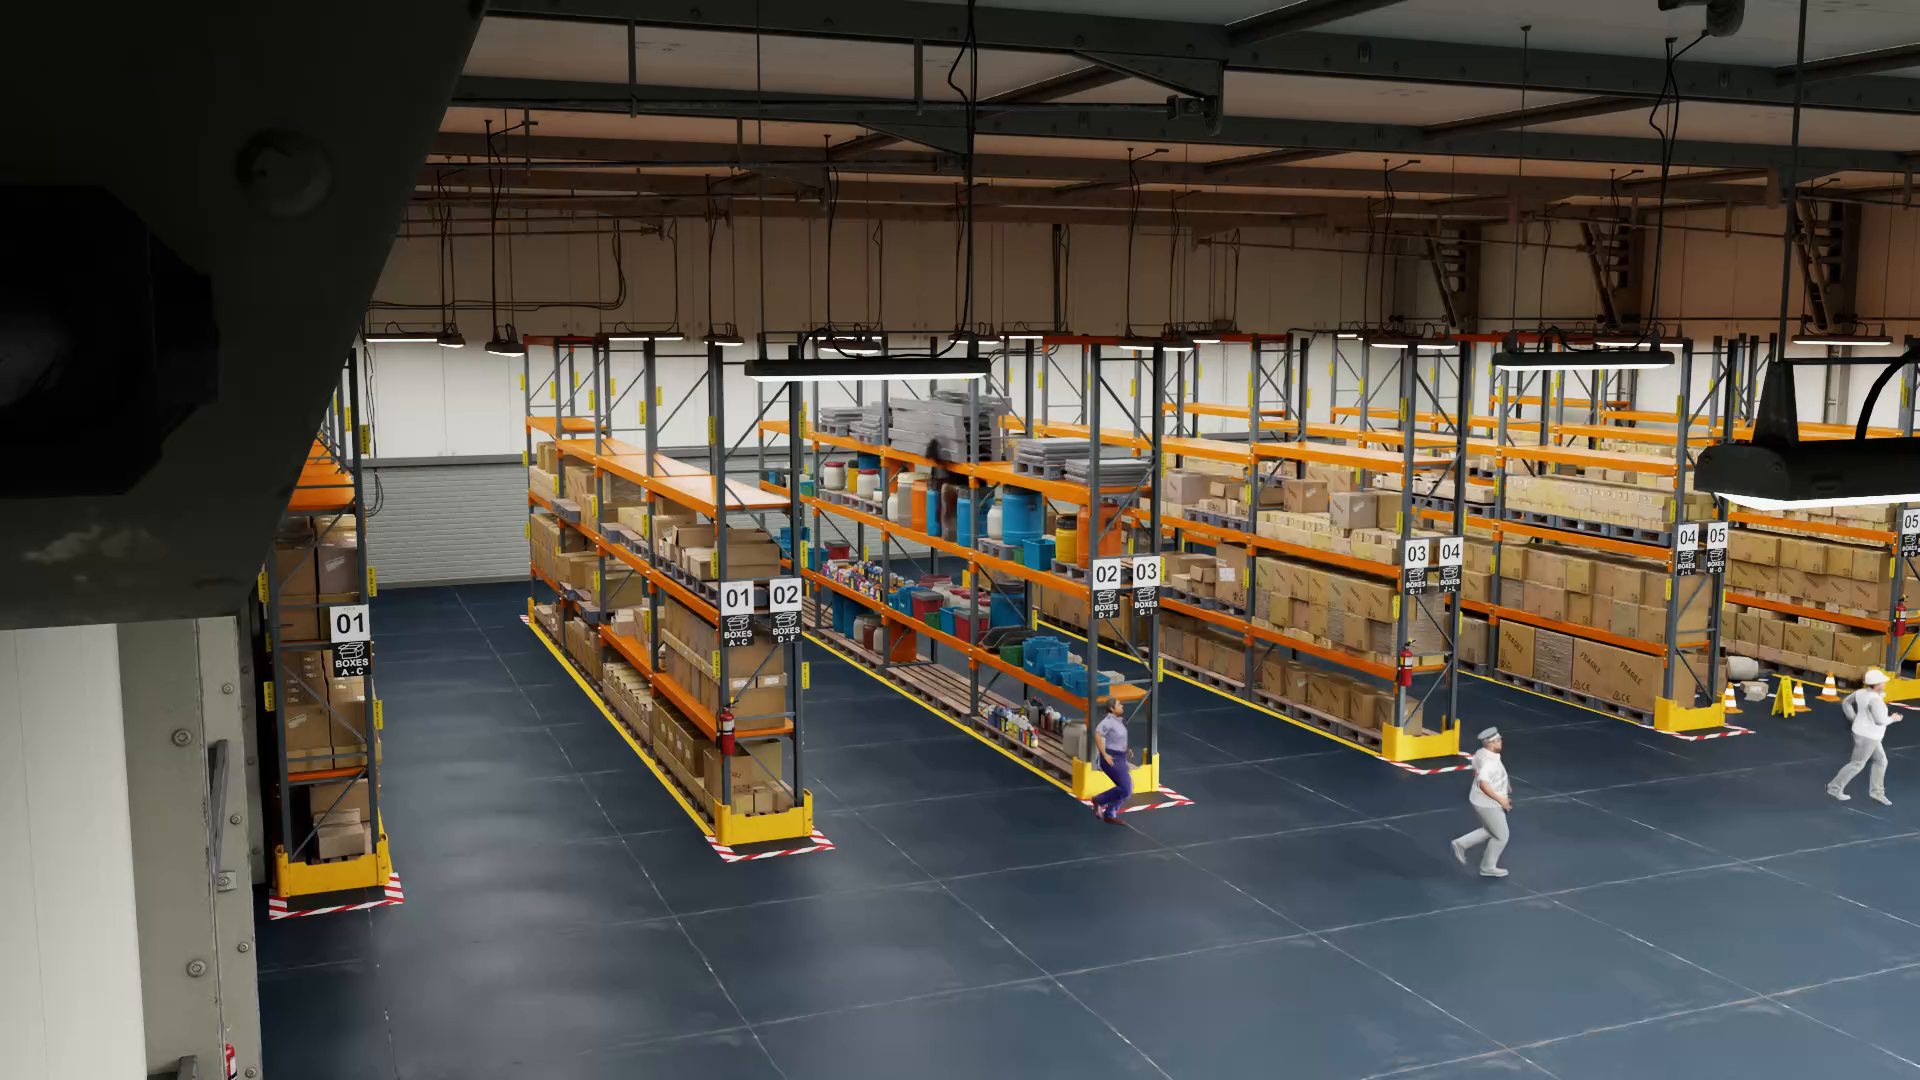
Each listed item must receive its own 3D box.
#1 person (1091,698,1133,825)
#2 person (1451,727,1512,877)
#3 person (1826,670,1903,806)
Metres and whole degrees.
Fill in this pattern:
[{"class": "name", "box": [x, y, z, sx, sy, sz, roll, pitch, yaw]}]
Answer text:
[{"class": "person", "box": [1.957, 2.782, 20.956, 0.506, 1.571, 0.656, 2, 8, 14]}, {"class": "person", "box": [5.959, 2.967, 18.880, 0.664, 1.740, 0.656, 1, 8, 5]}, {"class": "person", "box": [11.784, 2.580, 21.646, 0.843, 1.820, 0.587, 2, 8, 16]}]
